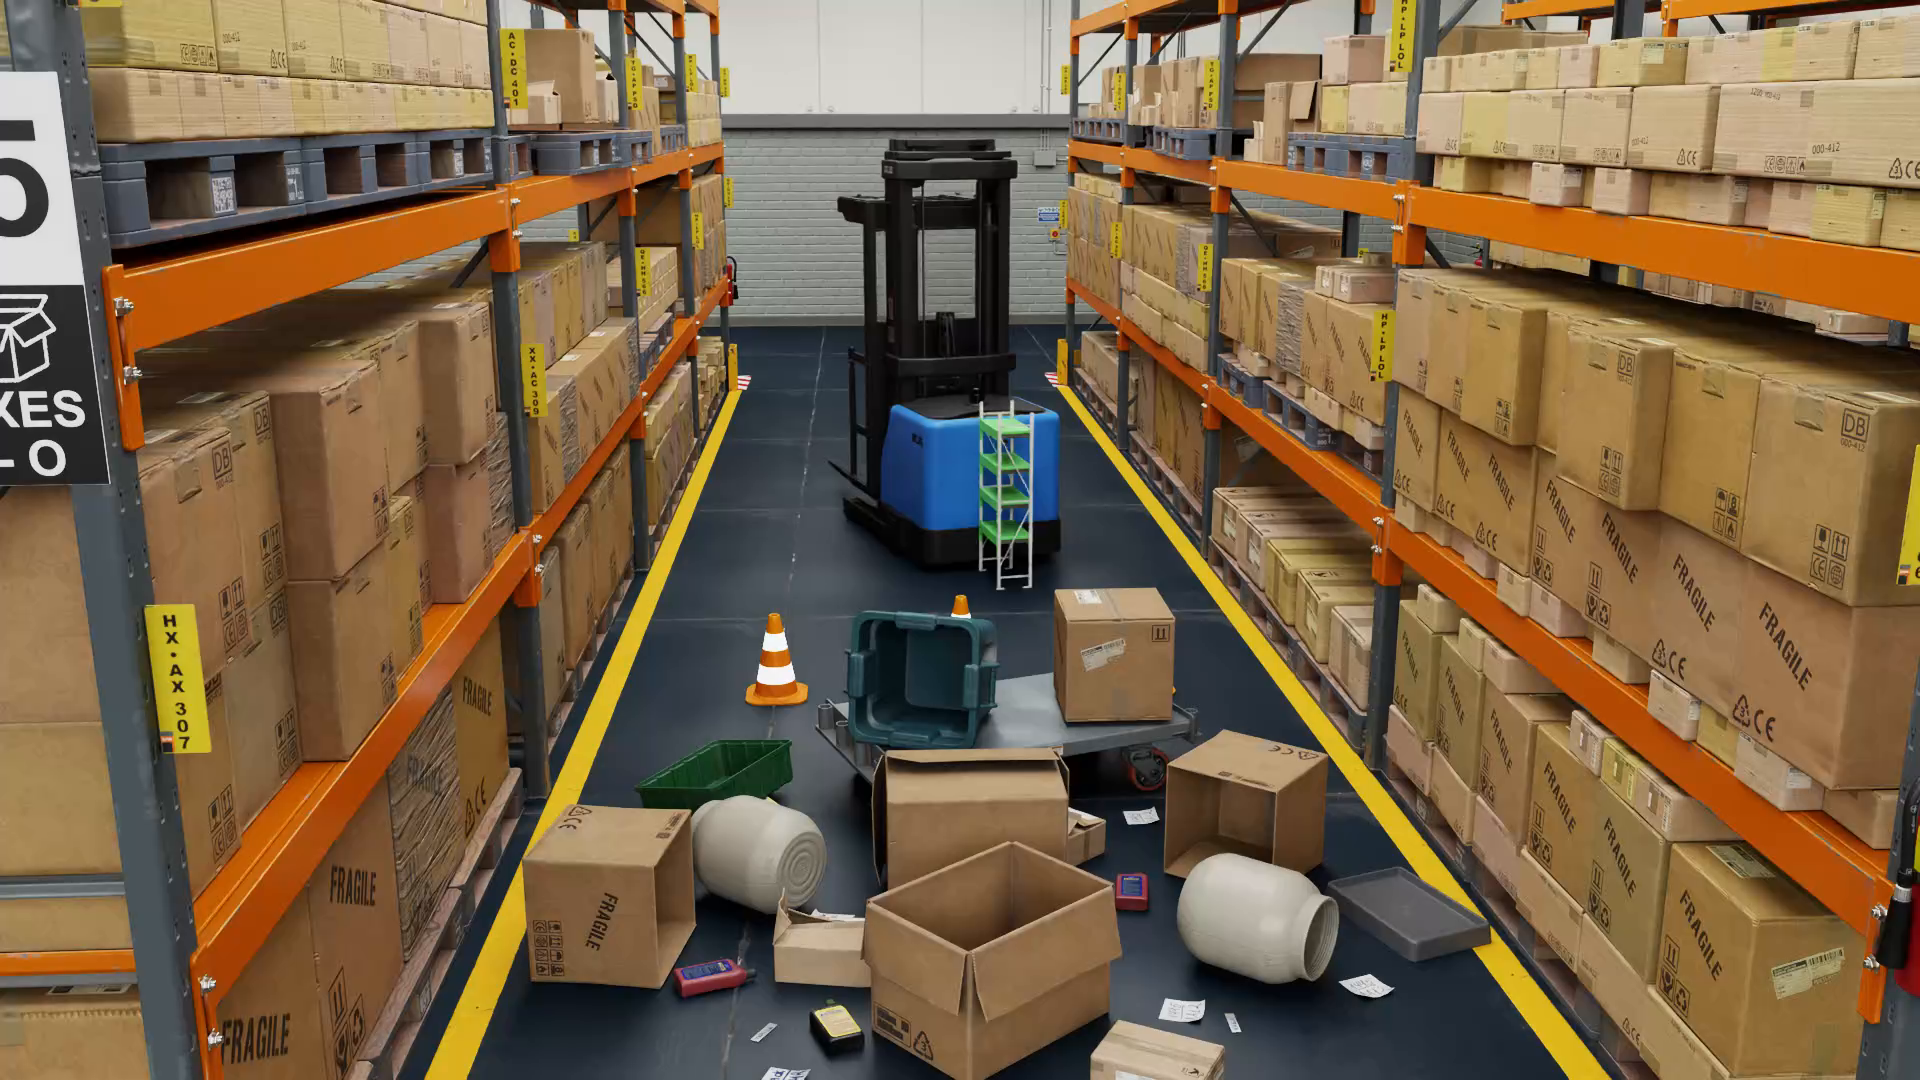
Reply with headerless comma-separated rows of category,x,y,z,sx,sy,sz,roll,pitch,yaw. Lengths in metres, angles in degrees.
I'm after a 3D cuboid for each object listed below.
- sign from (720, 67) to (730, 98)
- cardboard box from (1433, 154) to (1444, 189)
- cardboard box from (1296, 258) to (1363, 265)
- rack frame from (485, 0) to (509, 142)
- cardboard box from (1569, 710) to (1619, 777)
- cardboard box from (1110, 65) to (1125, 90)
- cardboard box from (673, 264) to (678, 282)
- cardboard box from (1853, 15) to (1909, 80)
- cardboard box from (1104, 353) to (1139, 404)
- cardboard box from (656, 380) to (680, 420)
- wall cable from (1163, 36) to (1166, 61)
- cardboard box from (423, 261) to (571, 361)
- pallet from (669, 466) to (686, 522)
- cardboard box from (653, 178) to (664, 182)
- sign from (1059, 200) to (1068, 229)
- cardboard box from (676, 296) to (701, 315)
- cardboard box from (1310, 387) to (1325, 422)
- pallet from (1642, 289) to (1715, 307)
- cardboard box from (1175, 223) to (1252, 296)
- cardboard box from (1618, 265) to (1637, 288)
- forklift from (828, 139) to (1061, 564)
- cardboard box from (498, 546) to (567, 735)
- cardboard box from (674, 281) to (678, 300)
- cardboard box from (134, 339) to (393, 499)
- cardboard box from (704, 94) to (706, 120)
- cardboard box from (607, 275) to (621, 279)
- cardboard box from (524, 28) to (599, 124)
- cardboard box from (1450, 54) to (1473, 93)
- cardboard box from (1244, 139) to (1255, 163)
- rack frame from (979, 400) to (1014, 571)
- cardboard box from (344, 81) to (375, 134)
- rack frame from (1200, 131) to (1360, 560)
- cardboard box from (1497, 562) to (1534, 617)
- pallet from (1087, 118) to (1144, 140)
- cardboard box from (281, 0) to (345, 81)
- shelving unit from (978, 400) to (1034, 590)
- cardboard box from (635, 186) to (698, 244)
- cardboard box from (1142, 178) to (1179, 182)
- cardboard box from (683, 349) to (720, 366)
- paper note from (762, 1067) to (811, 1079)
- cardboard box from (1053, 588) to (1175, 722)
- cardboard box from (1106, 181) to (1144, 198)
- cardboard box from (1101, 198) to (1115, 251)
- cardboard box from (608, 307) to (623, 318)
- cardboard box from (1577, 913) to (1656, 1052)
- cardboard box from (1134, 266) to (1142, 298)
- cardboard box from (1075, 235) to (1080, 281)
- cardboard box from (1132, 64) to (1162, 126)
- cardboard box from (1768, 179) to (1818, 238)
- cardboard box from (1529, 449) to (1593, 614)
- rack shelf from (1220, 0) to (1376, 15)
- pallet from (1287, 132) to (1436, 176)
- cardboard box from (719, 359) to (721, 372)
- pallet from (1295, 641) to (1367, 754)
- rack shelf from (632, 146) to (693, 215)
sign,-2.624,-5.108,18.562,0.100,0.325,0.005,-1,14,-3
cardboard box,2.271,-1.589,7.166,0.380,0.149,0.250,-1,14,-4
cardboard box,2.556,-1.622,11.169,0.500,0.500,0.500,-1,14,-5
rack frame,-2.436,-3.144,6.685,1.000,3.000,0.127,-1,14,-3
cardboard box,2.320,0.692,5.685,0.380,0.149,0.250,0,14,-1
cardboard box,1.887,-4.419,16.410,0.797,0.503,0.637,0,14,1
cardboard box,-2.710,-2.358,14.735,0.380,0.149,0.250,0,14,-2
cardboard box,2.453,-1.207,4.080,0.380,0.149,0.250,-1,14,-2
cardboard box,2.015,-1.672,17.306,0.875,0.438,0.875,-1,14,-5
cardboard box,-2.568,-1.143,13.619,0.500,0.250,0.500,-2,15,-6
wall cable,1.872,-7.651,24.203,2.355,3.000,0.029,-1,14,-3
cardboard box,-2.567,-1.274,9.249,0.700,0.500,0.500,-1,14,-4
pallet,-2.803,-0.380,13.578,1.003,0.211,1.213,-1,14,-3
cardboard box,-3.369,-3.529,17.416,0.500,0.500,0.500,-1,14,-5
sign,1.201,-3.775,19.281,0.100,0.325,0.005,-1,14,-3
cardboard box,-2.622,-2.182,15.490,0.380,0.149,0.250,0,14,-1
cardboard box,2.121,-0.738,9.036,0.380,0.149,0.250,-1,14,-3
pallet,6.897,-2.114,15.107,1.003,0.211,1.213,-1,14,-3
cardboard box,1.917,-2.119,12.536,0.500,0.500,0.500,-1,14,-2
cardboard box,6.682,-2.601,16.321,0.500,0.250,0.500,-1,14,-2
forklift,-0.279,-1.573,12.756,1.130,2.935,3.031,-5,15,-20
cardboard box,-2.564,0.495,8.255,1.050,0.750,0.750,-1,14,-4
cardboard box,-2.709,-2.214,14.772,0.380,0.149,0.250,-1,14,-5
cardboard box,-2.360,-0.339,5.354,0.875,0.550,0.500,-1,14,-3
cardboard box,-2.815,-4.354,16.707,0.500,0.250,0.500,-2,15,-6
cardboard box,-2.549,-1.849,12.159,0.380,0.149,0.250,-1,14,-4
cardboard box,-2.296,-2.558,9.185,0.500,0.500,0.500,-1,14,-3
cardboard box,2.237,-1.909,6.812,0.380,0.149,0.250,0,14,-2
cardboard box,2.100,-2.585,11.037,0.380,0.149,0.250,-1,14,-3
rack frame,0.253,-0.371,11.559,0.240,1.200,0.015,-3,15,-13
cardboard box,-1.984,-1.294,4.976,0.380,0.149,0.250,-1,14,-3
rack frame,2.251,-1.335,11.694,1.000,3.000,0.127,-1,14,-3
cardboard box,2.268,0.183,6.298,0.380,0.149,0.250,-1,14,-3
pallet,1.890,-4.246,17.165,1.003,0.211,1.213,-1,14,-3
cardboard box,-2.026,-1.395,4.570,0.500,0.250,0.500,-1,14,-4
shelving unit,0.311,-0.312,11.330,0.258,1.200,0.503,-3,15,-13
cardboard box,-2.716,-3.021,15.442,0.500,0.500,0.500,-1,14,-2
cardboard box,2.108,-3.703,17.389,0.380,0.149,0.250,0,14,-2
cardboard box,-2.767,-1.949,17.765,0.380,0.149,0.250,0,14,-1
paper note,-0.588,1.789,5.514,0.144,0.017,0.142,4,15,16
cardboard box,0.724,0.539,7.909,0.500,0.500,0.500,-1,14,-3
cardboard box,1.667,-3.502,16.607,0.380,0.149,0.250,-1,14,-4
cardboard box,1.675,-3.101,16.354,0.500,0.500,0.500,-1,14,-4
cardboard box,-2.513,-1.582,11.720,0.380,0.149,0.250,0,14,-1
cardboard box,2.403,1.457,5.518,0.500,0.250,0.500,-1,14,-3
cardboard box,1.809,-2.256,14.572,0.500,0.250,0.500,-1,14,-3
cardboard box,1.557,-3.123,18.446,0.500,0.500,0.500,-1,14,-4
cardboard box,1.768,-3.810,14.252,0.500,0.500,0.500,-1,14,-4
cardboard box,2.414,-0.888,4.444,0.380,0.149,0.250,0,14,-2
cardboard box,2.371,-0.044,5.879,0.500,0.500,0.500,-1,14,-3
rack shelf,2.375,-3.201,9.153,1.077,0.370,4.000,-1,14,-3
pallet,2.499,-2.115,9.082,1.213,0.211,1.003,-1,14,-3
cardboard box,-2.828,-1.933,18.302,0.380,0.149,0.250,-1,15,-6
pallet,2.449,0.817,8.927,1.003,0.211,1.213,-1,14,-3
rack shelf,-2.808,-2.835,12.948,1.077,0.370,4.000,-1,14,-3
